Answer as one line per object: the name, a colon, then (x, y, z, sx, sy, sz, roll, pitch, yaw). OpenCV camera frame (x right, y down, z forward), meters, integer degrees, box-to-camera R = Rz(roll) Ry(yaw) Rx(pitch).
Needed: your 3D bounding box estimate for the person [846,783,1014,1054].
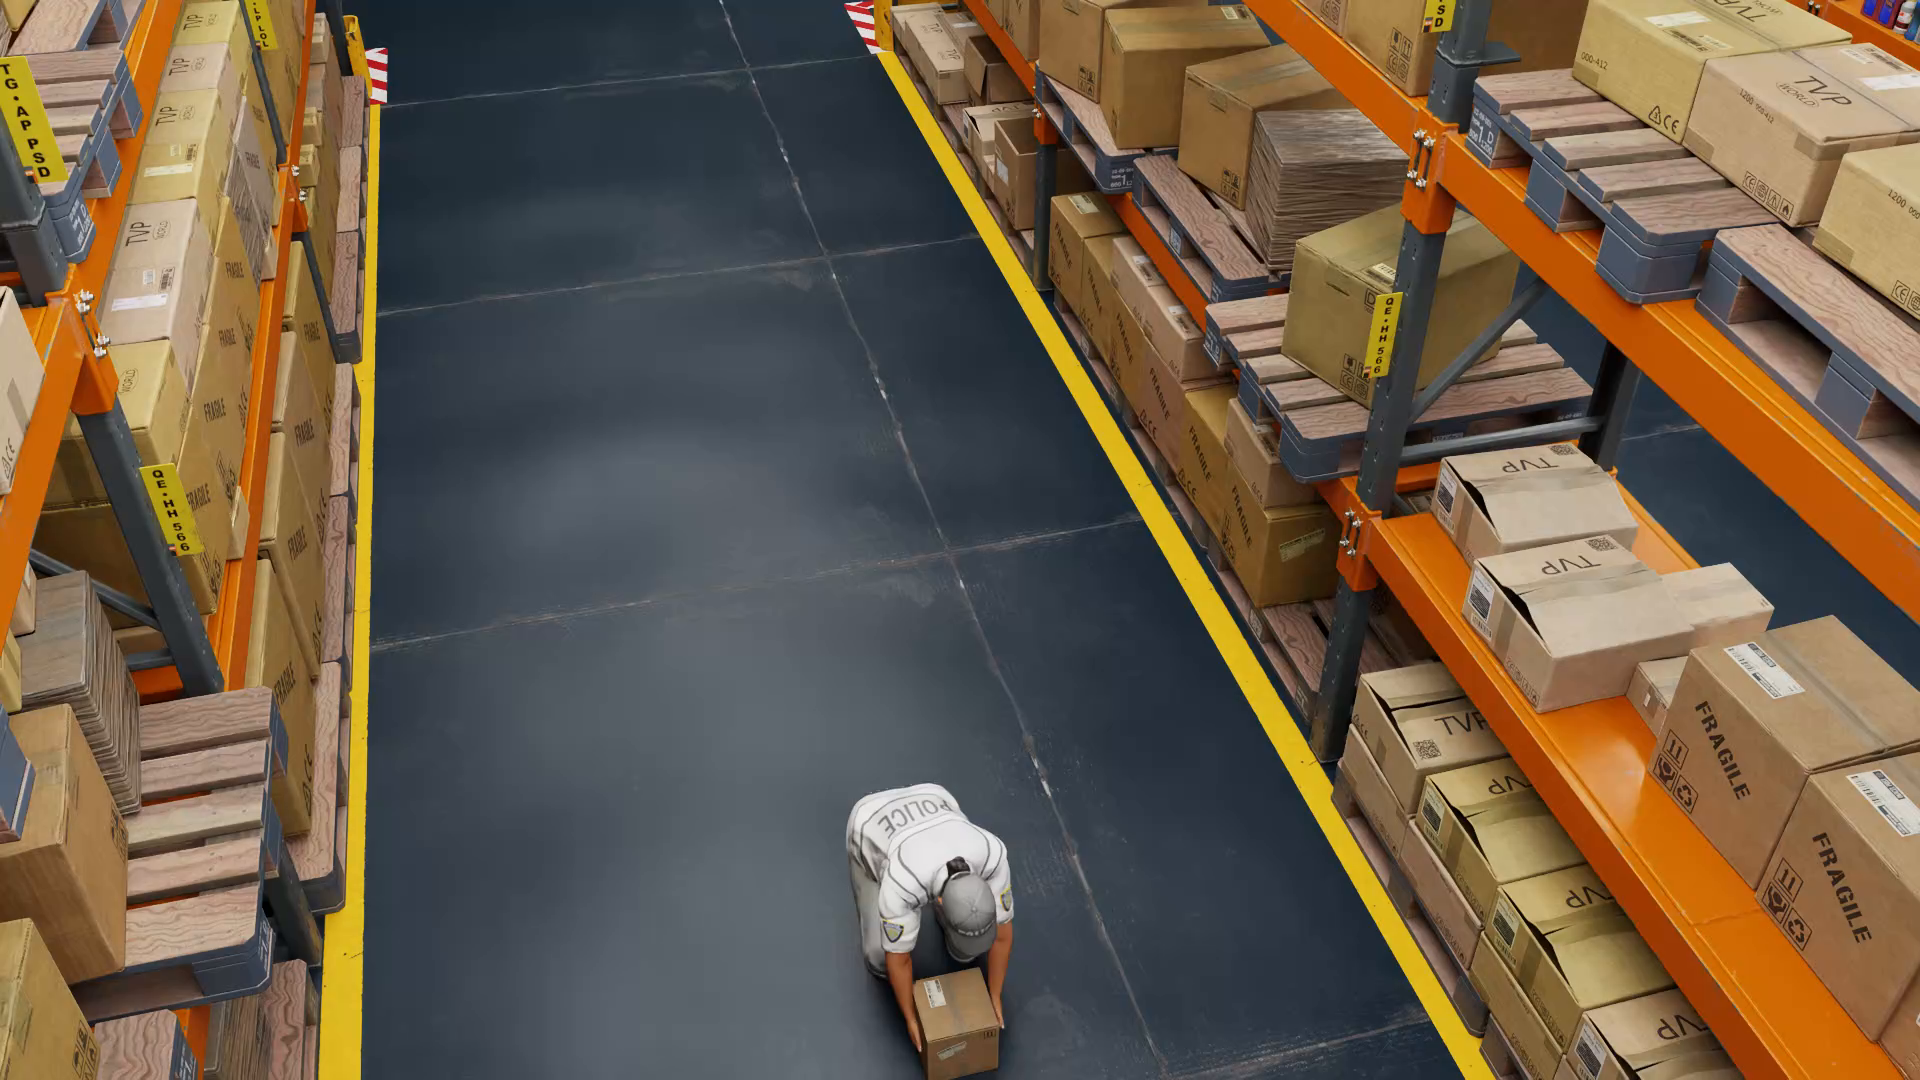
person: (-0.111, 1.239, 5.824, 0.525, 0.837, 0.866, -9, 39, -12)
